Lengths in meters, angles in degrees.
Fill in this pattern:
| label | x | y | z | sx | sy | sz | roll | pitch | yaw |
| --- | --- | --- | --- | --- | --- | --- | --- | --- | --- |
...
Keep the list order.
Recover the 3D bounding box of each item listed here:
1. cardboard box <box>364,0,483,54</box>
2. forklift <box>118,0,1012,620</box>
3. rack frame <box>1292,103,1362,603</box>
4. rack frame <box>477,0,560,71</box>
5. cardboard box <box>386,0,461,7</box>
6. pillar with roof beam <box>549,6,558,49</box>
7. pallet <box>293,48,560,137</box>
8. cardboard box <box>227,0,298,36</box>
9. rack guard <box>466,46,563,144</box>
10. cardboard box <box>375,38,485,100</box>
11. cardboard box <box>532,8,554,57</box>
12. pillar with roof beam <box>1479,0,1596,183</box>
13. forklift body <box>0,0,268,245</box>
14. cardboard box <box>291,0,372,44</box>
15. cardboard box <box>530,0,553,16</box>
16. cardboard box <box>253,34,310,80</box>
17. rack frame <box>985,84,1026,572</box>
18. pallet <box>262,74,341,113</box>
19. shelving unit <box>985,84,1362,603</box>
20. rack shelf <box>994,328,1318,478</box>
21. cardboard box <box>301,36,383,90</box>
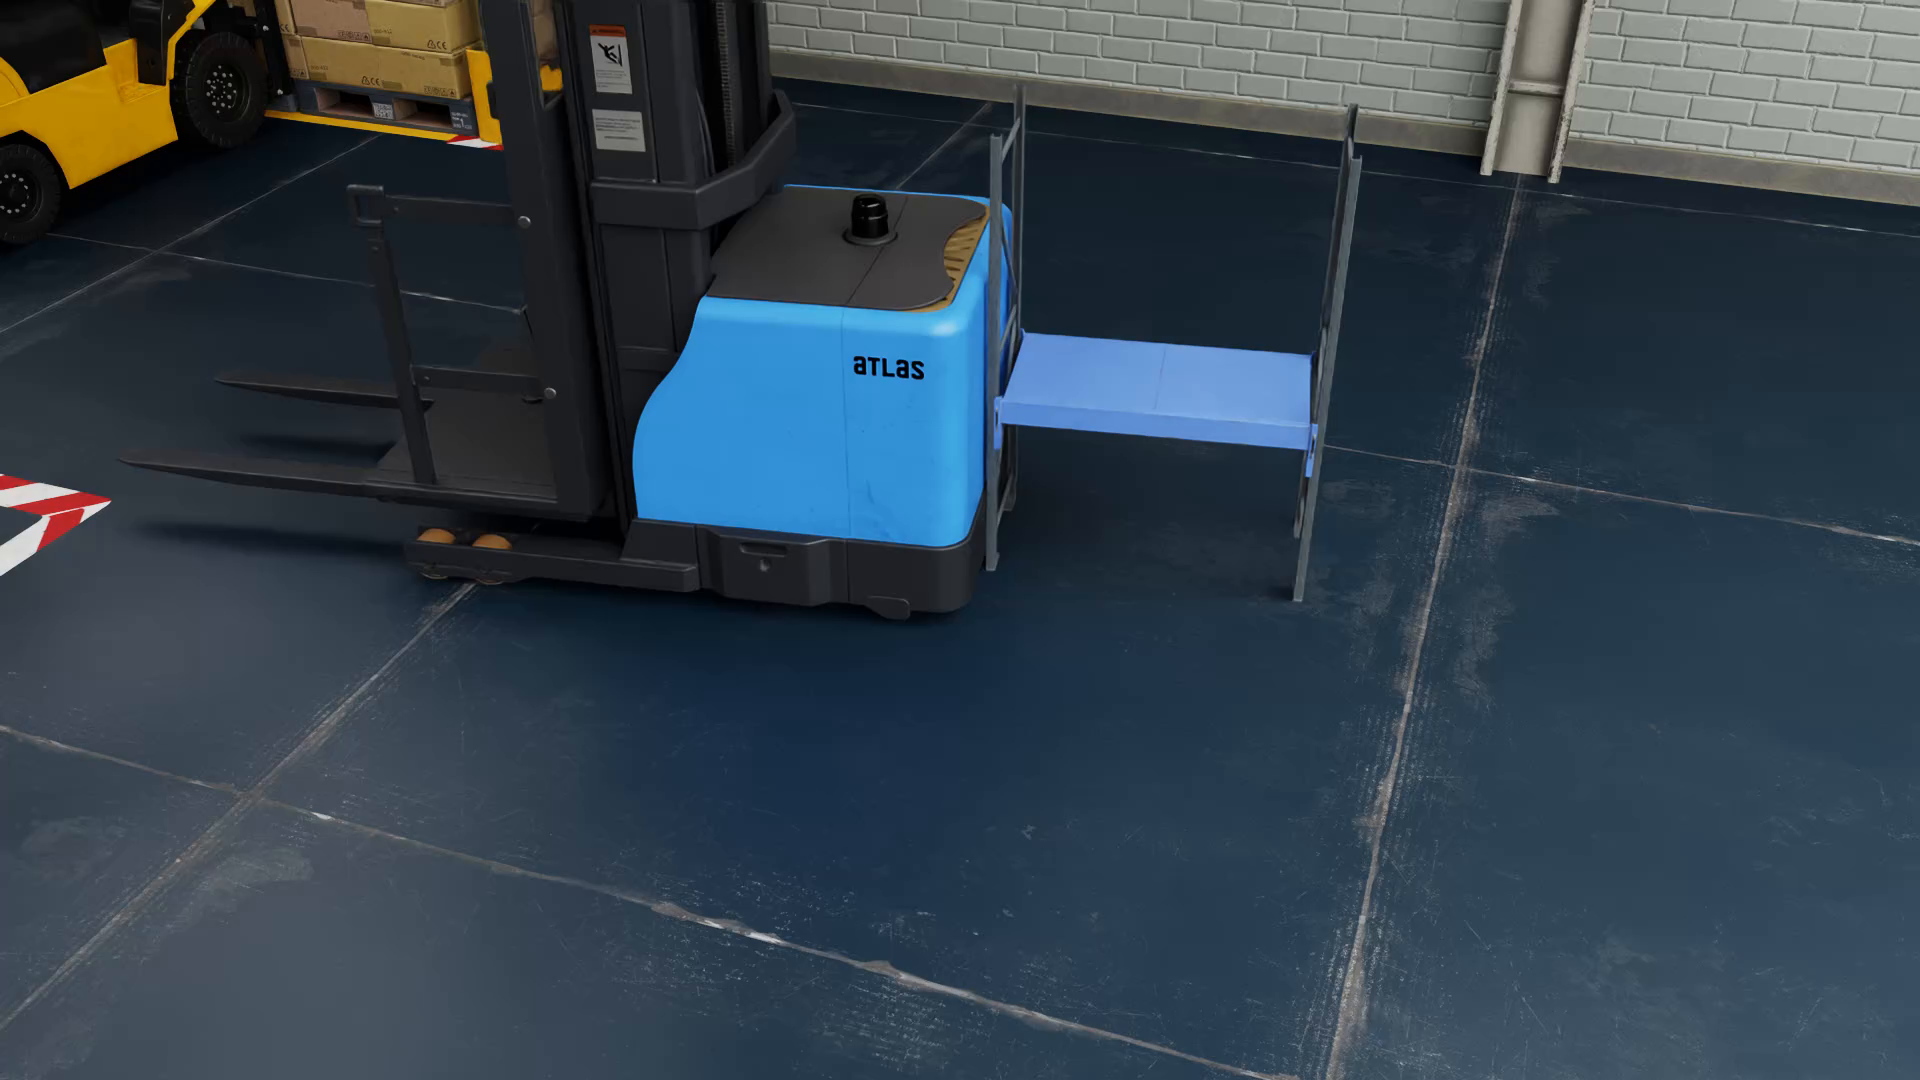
| label | x | y | z | sx | sy | sz | roll | pitch | yaw |
| --- | --- | --- | --- | --- | --- | --- | --- | --- | --- |
| cardboard box | -2.896 | -2.893 | 9.152 | 0.500 | 0.250 | 0.500 | 11 | 34 | 16 |
| forklift | -1.378 | -1.356 | 5.148 | 3.031 | 2.935 | 1.130 | 6 | 33 | 9 |
| rack frame | 1.146 | -0.559 | 5.233 | 0.032 | 1.500 | 0.500 | 6 | 33 | 9 |
| rack frame | -2.333 | -3.732 | 8.765 | 0.127 | 3.000 | 1.000 | 11 | 34 | 16 |
| cardboard box | -2.871 | -3.098 | 9.009 | 0.500 | 0.250 | 0.500 | 12 | 35 | 18 |
| pillar with roof beam | -4.137 | -4.642 | 4.643 | 0.400 | 9.000 | 9.100 | 11 | 34 | 16 |
| pallet | -3.067 | -2.679 | 9.705 | 1.213 | 0.211 | 1.003 | 11 | 34 | 16 |
| cardboard box | -3.858 | -3.074 | 9.432 | 0.500 | 0.250 | 0.500 | 10 | 34 | 15 |
| rack guard | -2.310 | -2.677 | 9.436 | 0.348 | 0.500 | 1.175 | 11 | 34 | 16 |
| cardboard box | -2.882 | -2.678 | 9.280 | 0.500 | 0.250 | 0.500 | 11 | 35 | 17 |
| cardboard box | -2.729 | -2.943 | 9.690 | 0.500 | 0.250 | 0.500 | 11 | 34 | 17 |
| pillar with roof beam | 1.512 | -3.544 | 2.942 | 0.400 | 9.000 | 9.100 | 11 | 34 | 16 |
| forklift body | -4.733 | -2.791 | 8.089 | 1.214 | 2.155 | 2.313 | 11 | 34 | 16 |
| cardboard box | -3.365 | -2.990 | 9.302 | 0.500 | 0.250 | 0.500 | 11 | 34 | 16 |
| cardboard box | -2.705 | -3.155 | 9.558 | 0.500 | 0.250 | 0.500 | 12 | 35 | 17 |
| cardboard box | -3.815 | -2.870 | 9.577 | 0.500 | 0.250 | 0.500 | 11 | 35 | 17 |
| rack frame | 0.145 | -0.657 | 5.385 | 0.032 | 1.500 | 0.500 | 6 | 33 | 9 |
| pallet | -4.211 | -2.903 | 10.052 | 1.213 | 0.211 | 1.003 | 11 | 34 | 16 |
| shelving unit | 0.646 | -0.608 | 5.309 | 1.048 | 1.500 | 0.538 | 6 | 33 | 9 |
| rack shelf | 0.646 | -0.457 | 5.406 | 1.000 | 0.185 | 0.538 | 6 | 33 | 9 |
| cardboard box | -3.347 | -2.774 | 9.428 | 0.500 | 0.250 | 0.500 | 11 | 34 | 16 |
